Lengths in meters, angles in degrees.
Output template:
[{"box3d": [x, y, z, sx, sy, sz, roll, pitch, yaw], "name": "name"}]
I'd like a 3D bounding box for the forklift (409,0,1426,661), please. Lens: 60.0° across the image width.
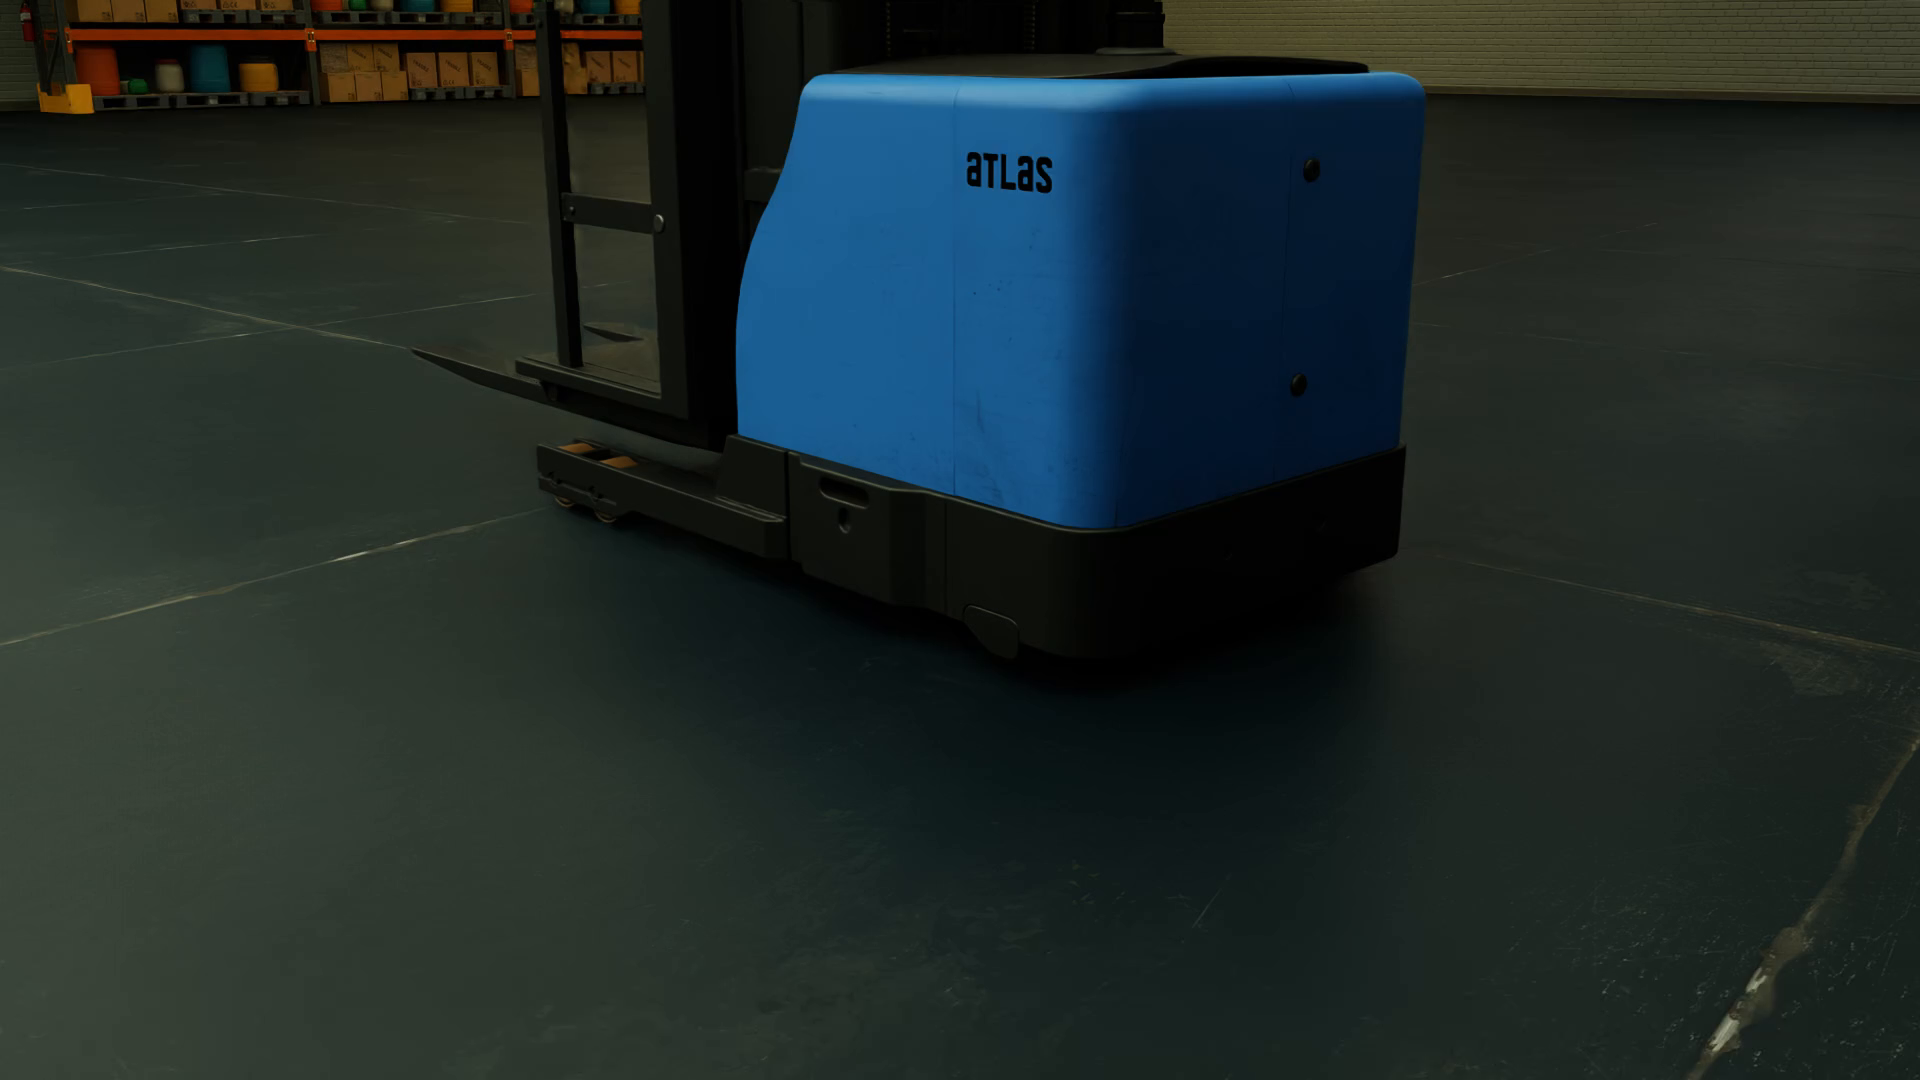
[{"box3d": [-0.422, -1.531, 3.939, 1.130, 2.935, 3.031, -15, 23, -41], "name": "forklift"}]
